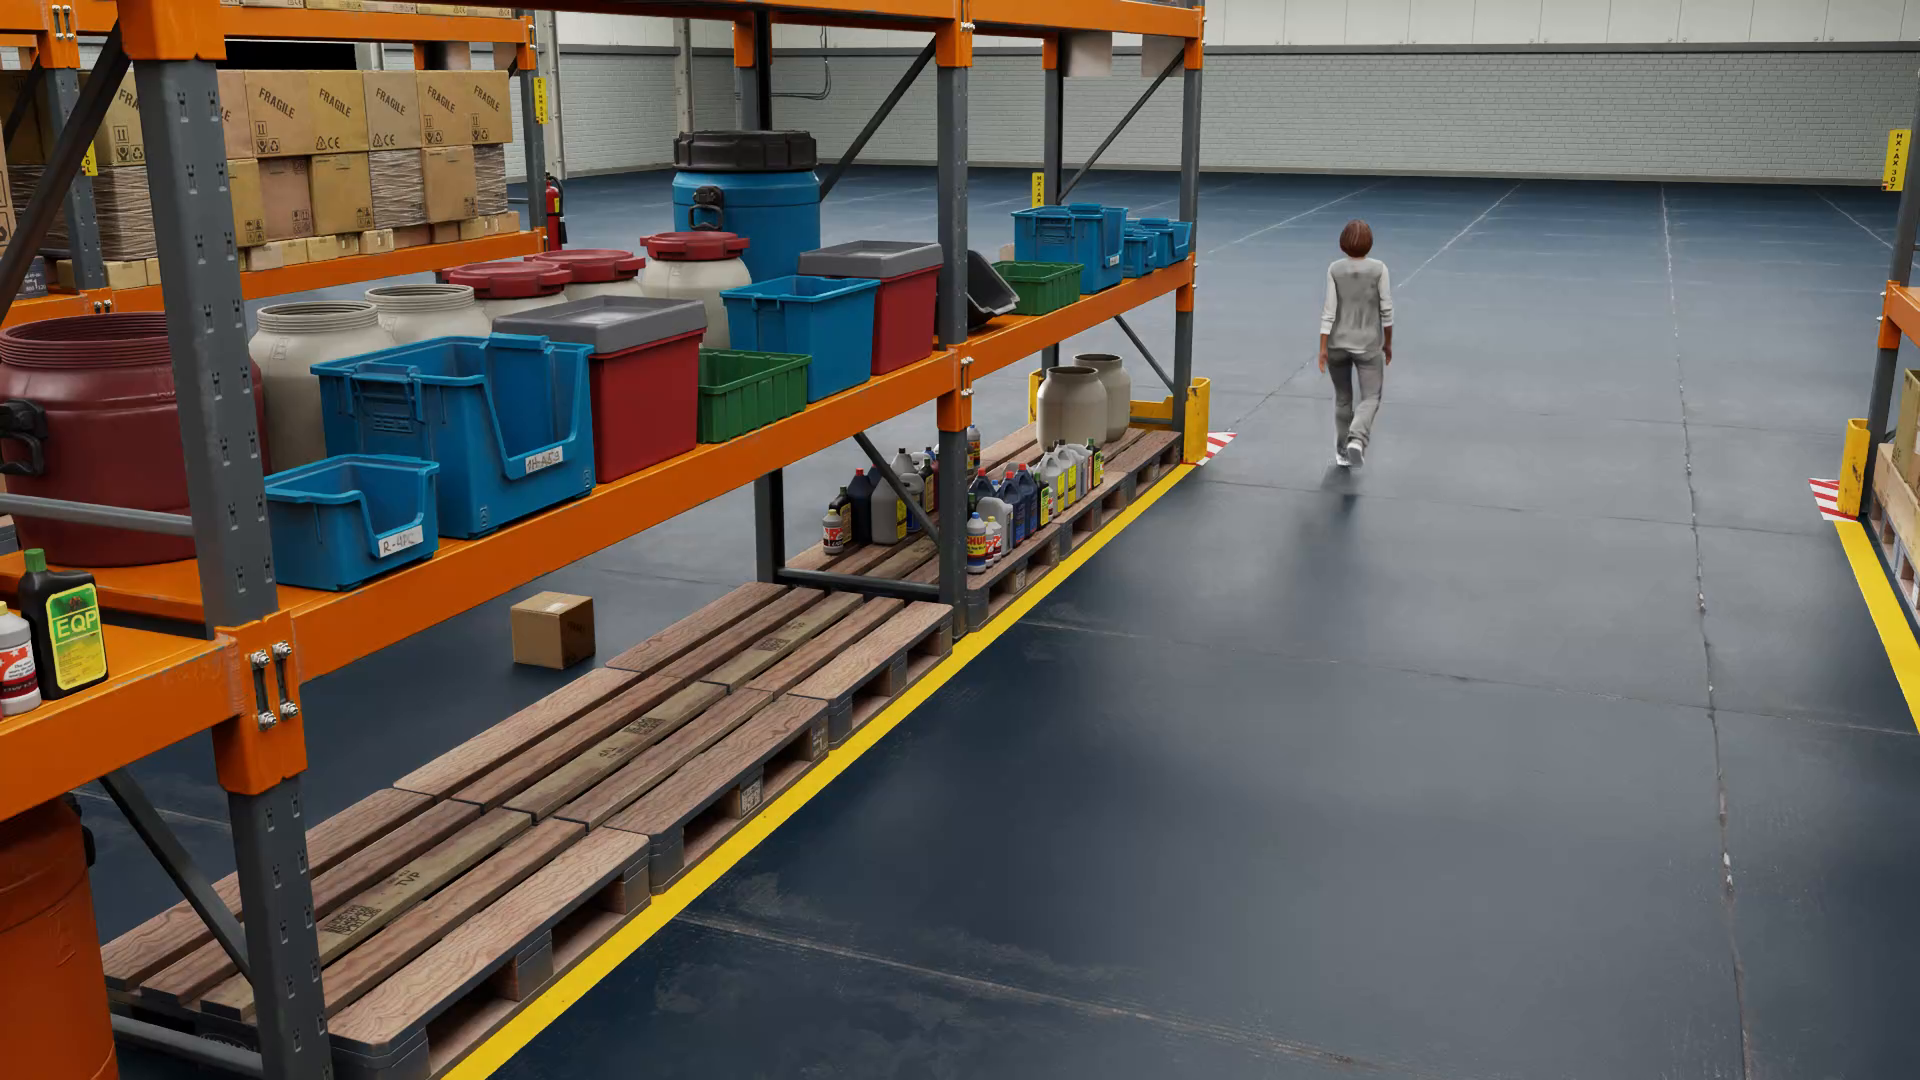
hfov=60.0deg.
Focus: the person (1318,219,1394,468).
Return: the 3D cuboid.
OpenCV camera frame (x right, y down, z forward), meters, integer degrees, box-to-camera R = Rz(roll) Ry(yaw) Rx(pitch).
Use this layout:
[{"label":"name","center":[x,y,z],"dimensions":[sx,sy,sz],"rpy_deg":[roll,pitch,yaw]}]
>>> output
[{"label":"person","center":[2.429,-1.180,10.223],"dimensions":[0.424,1.562,0.813],"rpy_deg":[6,17,20]}]
